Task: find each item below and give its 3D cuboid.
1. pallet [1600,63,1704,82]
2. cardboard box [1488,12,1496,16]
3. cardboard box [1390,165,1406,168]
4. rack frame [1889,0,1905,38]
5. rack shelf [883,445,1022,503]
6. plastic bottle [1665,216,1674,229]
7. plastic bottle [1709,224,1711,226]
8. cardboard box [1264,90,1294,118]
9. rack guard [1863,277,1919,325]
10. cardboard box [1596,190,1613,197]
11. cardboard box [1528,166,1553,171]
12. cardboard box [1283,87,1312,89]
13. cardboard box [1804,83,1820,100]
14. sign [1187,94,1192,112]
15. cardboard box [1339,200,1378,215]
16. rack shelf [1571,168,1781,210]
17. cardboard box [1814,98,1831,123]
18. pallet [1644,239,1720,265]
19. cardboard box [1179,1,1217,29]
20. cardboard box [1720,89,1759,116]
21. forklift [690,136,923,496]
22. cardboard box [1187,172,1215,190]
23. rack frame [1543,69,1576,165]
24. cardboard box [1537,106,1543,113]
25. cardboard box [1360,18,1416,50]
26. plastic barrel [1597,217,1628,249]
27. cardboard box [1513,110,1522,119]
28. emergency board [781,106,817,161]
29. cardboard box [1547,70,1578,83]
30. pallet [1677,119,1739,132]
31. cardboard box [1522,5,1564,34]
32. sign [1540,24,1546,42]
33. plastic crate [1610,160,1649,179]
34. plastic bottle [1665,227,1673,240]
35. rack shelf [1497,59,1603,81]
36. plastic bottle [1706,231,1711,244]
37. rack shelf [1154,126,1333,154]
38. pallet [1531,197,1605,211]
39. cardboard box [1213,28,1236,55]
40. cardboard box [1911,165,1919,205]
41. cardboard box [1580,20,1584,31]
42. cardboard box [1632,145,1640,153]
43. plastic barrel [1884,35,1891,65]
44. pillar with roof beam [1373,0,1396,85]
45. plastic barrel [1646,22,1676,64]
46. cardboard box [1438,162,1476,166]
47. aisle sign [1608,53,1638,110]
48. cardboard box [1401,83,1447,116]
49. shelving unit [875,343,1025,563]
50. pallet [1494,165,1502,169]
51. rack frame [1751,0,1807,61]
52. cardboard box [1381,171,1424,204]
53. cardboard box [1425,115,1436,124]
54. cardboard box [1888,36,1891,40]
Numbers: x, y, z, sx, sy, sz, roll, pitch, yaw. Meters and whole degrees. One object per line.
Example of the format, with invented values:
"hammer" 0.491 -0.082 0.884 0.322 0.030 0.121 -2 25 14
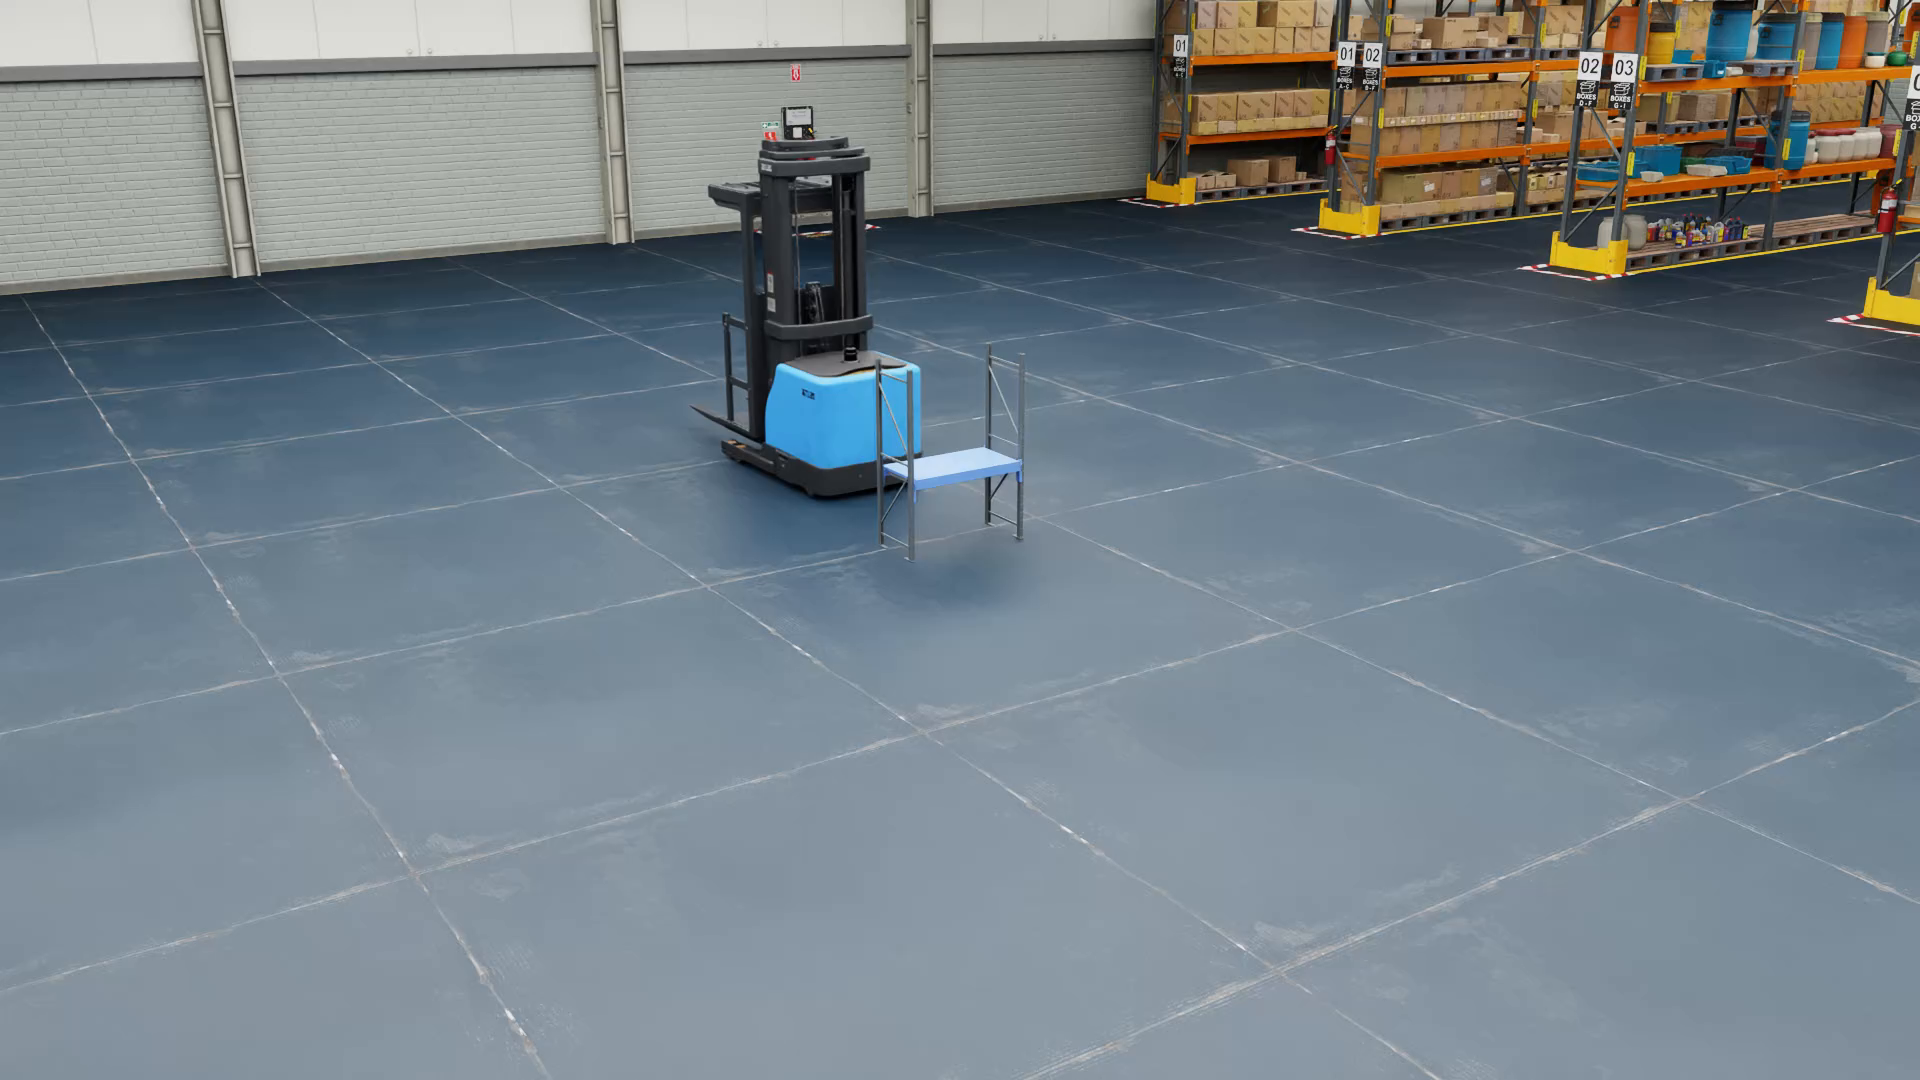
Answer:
"pallet" 10.353 -7.025 24.953 1.213 0.211 1.003 -12 22 -31
"cardboard box" 11.628 -11.518 37.104 0.500 0.500 0.700 -13 23 -34
"cardboard box" 9.375 -8.362 36.511 0.500 0.500 0.700 -12 22 -32
"rack frame" 20.250 -12.560 36.346 0.127 3.000 1.000 -12 22 -31
"rack shelf" -0.071 -0.525 13.018 1.000 0.185 0.538 -12 22 -31
"plastic bottle" 11.534 -5.093 27.075 0.185 0.351 0.144 -12 22 -32
"plastic bottle" 12.062 -4.942 26.734 0.133 0.283 0.061 -12 22 -31
"cardboard box" 6.436 -8.881 33.863 0.500 0.500 0.500 -13 22 -33
"rack guard" 12.396 -3.079 21.570 0.348 0.500 1.175 -12 22 -31
"cardboard box" 12.414 -6.868 32.513 0.500 0.250 0.500 -11 22 -30
"cardboard box" 11.258 -7.095 32.309 0.500 0.311 0.500 -12 22 -32
"cardboard box" 6.993 -9.195 34.793 0.500 0.500 0.500 -13 22 -33
"cardboard box" 17.889 -9.633 35.338 0.500 0.500 0.500 -13 22 -33
"sign" 4.459 -8.489 32.320 0.005 0.325 0.100 -12 22 -31
"cardboard box" 7.173 -5.970 29.856 0.500 0.250 0.500 -12 22 -31
"rack shelf" 11.279 -5.586 26.206 4.000 0.370 1.077 -12 22 -31
"cardboard box" 18.330 -9.256 35.784 0.500 0.500 0.500 -12 22 -32
"pallet" 11.346 -4.634 26.623 1.213 0.211 1.003 -12 22 -31
"cardboard box" 4.615 -10.178 32.236 0.500 0.500 0.500 -14 23 -35
"cardboard box" 16.391 -9.236 35.069 0.700 0.500 0.500 14 23 35
"forklift" -1.563 -2.176 15.105 1.130 2.935 3.031 -12 22 -32
"cardboard box" 4.787 -7.257 33.537 0.500 0.311 0.500 -15 24 -37
"rack frame" 14.182 -10.338 39.140 0.127 3.000 1.000 -12 22 -31
"cardboard box" 13.188 -9.921 38.268 0.250 0.149 0.380 -12 22 -31
"cardboard box" 7.370 -8.735 28.680 0.637 0.503 0.797 -10 21 -28
"plastic barrel" 10.116 -4.731 25.784 0.421 0.512 0.421 0 19 0
"cardboard box" 10.119 -7.854 30.623 0.250 0.149 0.380 -12 22 -31
"emergency board" -2.827 -7.097 29.553 0.643 1.169 0.194 -12 22 -31
"cardboard box" 13.933 -10.740 38.507 0.500 0.250 0.500 -11 22 -30
"pallet" 15.191 -8.562 34.186 1.213 0.211 1.003 -12 22 -31
"cardboard box" 10.765 -9.606 30.701 0.500 0.500 0.500 -12 22 -31
"sign" 10.535 -9.160 30.040 0.005 0.325 0.100 -12 22 -31
"plastic crate" 10.408 -5.785 25.904 0.408 0.251 0.499 -12 22 -31
"plastic bottle" 11.482 -4.965 26.929 0.097 0.201 0.097 0 19 0
"rack shelf" 11.899 -9.037 31.731 4.000 0.370 1.077 -12 22 -31
"plastic bottle" 11.919 -4.825 26.514 0.097 0.201 0.097 0 19 0
"rack shelf" 5.830 -8.236 34.045 4.000 0.370 1.077 -12 22 -31
"pallet" 11.842 -6.640 32.555 1.213 0.211 1.003 -12 22 -31
"cardboard box" 5.045 -9.779 32.616 0.500 0.500 0.500 -10 21 -28
"cardboard box" 12.807 -4.527 21.332 0.500 0.500 0.875 -12 22 -31
"cardboard box" 14.625 -12.117 39.142 0.500 0.250 0.500 -12 22 -31
"cardboard box" 16.156 -9.730 40.590 0.500 0.500 0.700 -13 22 -33
"plastic barrel" 15.862 -8.484 28.800 0.421 0.512 0.421 0 19 0
"pillar with roof beam" 11.648 -11.326 32.696 0.400 9.000 9.100 -12 22 -31
"plastic barrel" 10.491 -7.518 25.166 0.600 0.588 0.600 0 19 0
"cardboard box" 9.256 -6.768 31.047 0.500 0.500 0.500 -12 22 -31
"aisle sign" 9.710 -6.715 24.364 0.004 0.787 0.394 -12 22 -31
"cardboard box" 8.186 -7.833 29.549 0.500 0.500 0.700 -12 22 -31
"shelving unit" -0.071 -0.695 12.960 1.048 1.500 0.538 -12 22 -31
"pallet" 11.541 -8.431 37.853 1.213 0.211 1.003 -12 22 -31
"rack frame" 12.949 -9.121 26.172 0.127 3.000 1.000 -12 22 -31
"cardboard box" 7.874 -6.275 29.589 0.500 0.500 0.500 -12 22 -31
"cardboard box" 8.195 -7.448 29.423 0.250 0.149 0.380 -13 23 -33
"cardboard box" 19.966 -10.907 36.374 0.500 0.250 0.500 -12 22 -31
